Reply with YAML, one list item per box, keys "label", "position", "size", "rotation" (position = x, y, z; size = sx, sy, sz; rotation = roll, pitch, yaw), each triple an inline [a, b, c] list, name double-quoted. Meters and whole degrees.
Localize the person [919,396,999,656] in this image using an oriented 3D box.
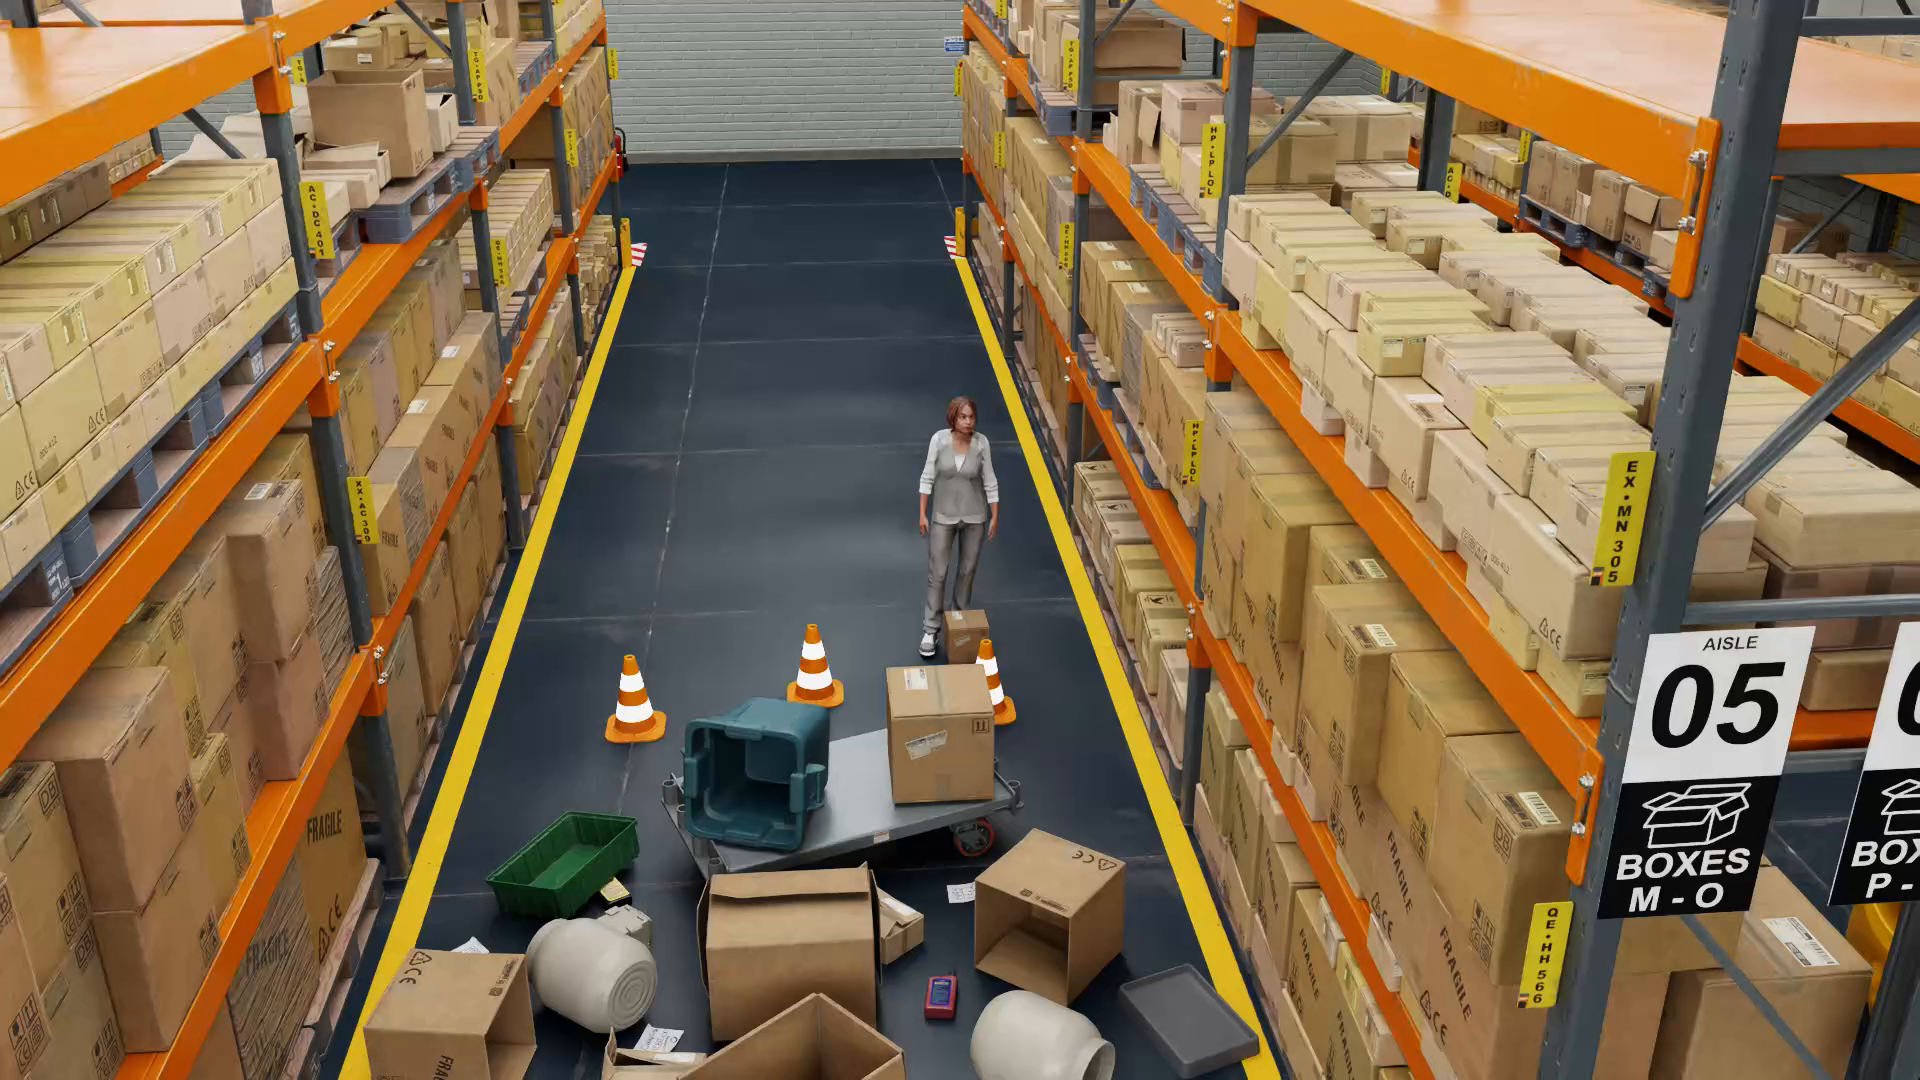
- label: "person"
  position: [-0.011, -0.088, 10.293]
  size: [0.521, 1.595, 0.473]
  rotation: [-2, 24, -5]
